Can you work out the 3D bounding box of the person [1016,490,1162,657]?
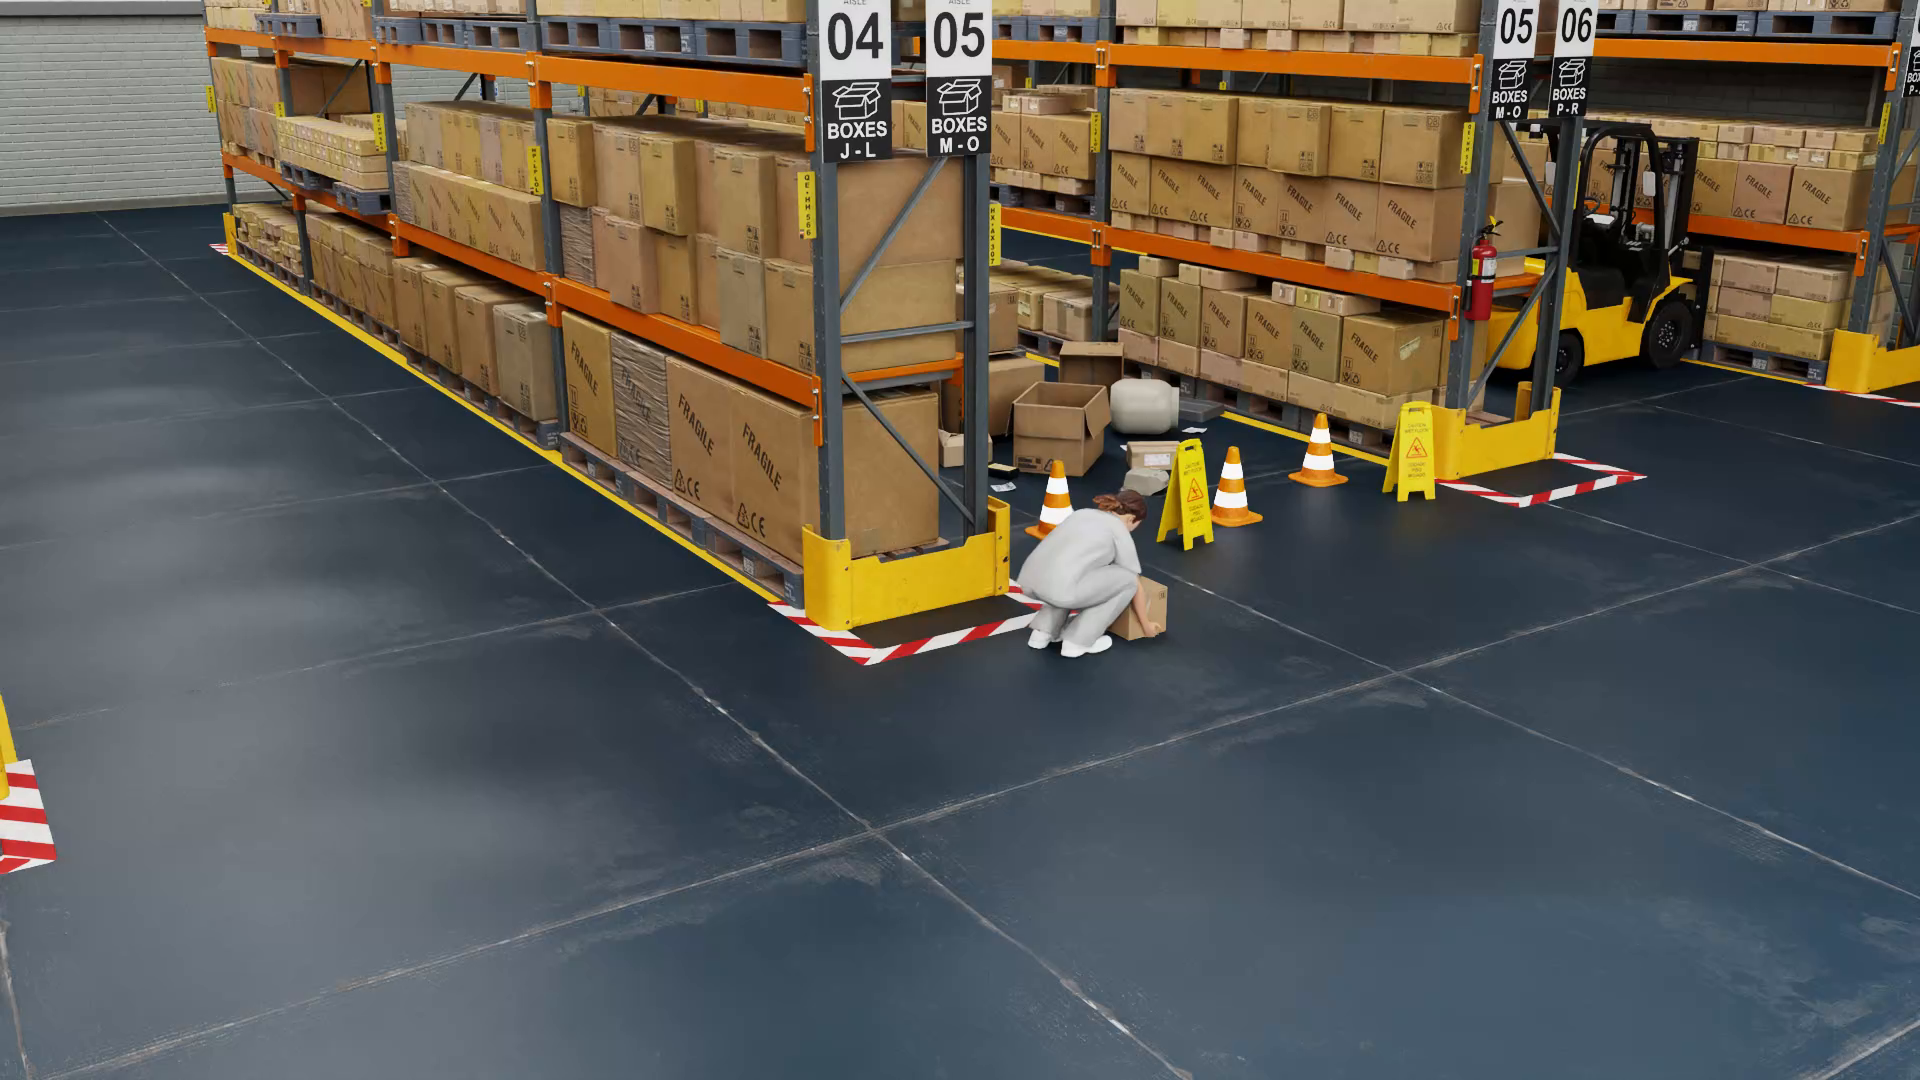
[{"bbox_3d":[0.656,0.186,8.536,0.820,0.812,0.471,-14,23,-36],"label":"person"}]
